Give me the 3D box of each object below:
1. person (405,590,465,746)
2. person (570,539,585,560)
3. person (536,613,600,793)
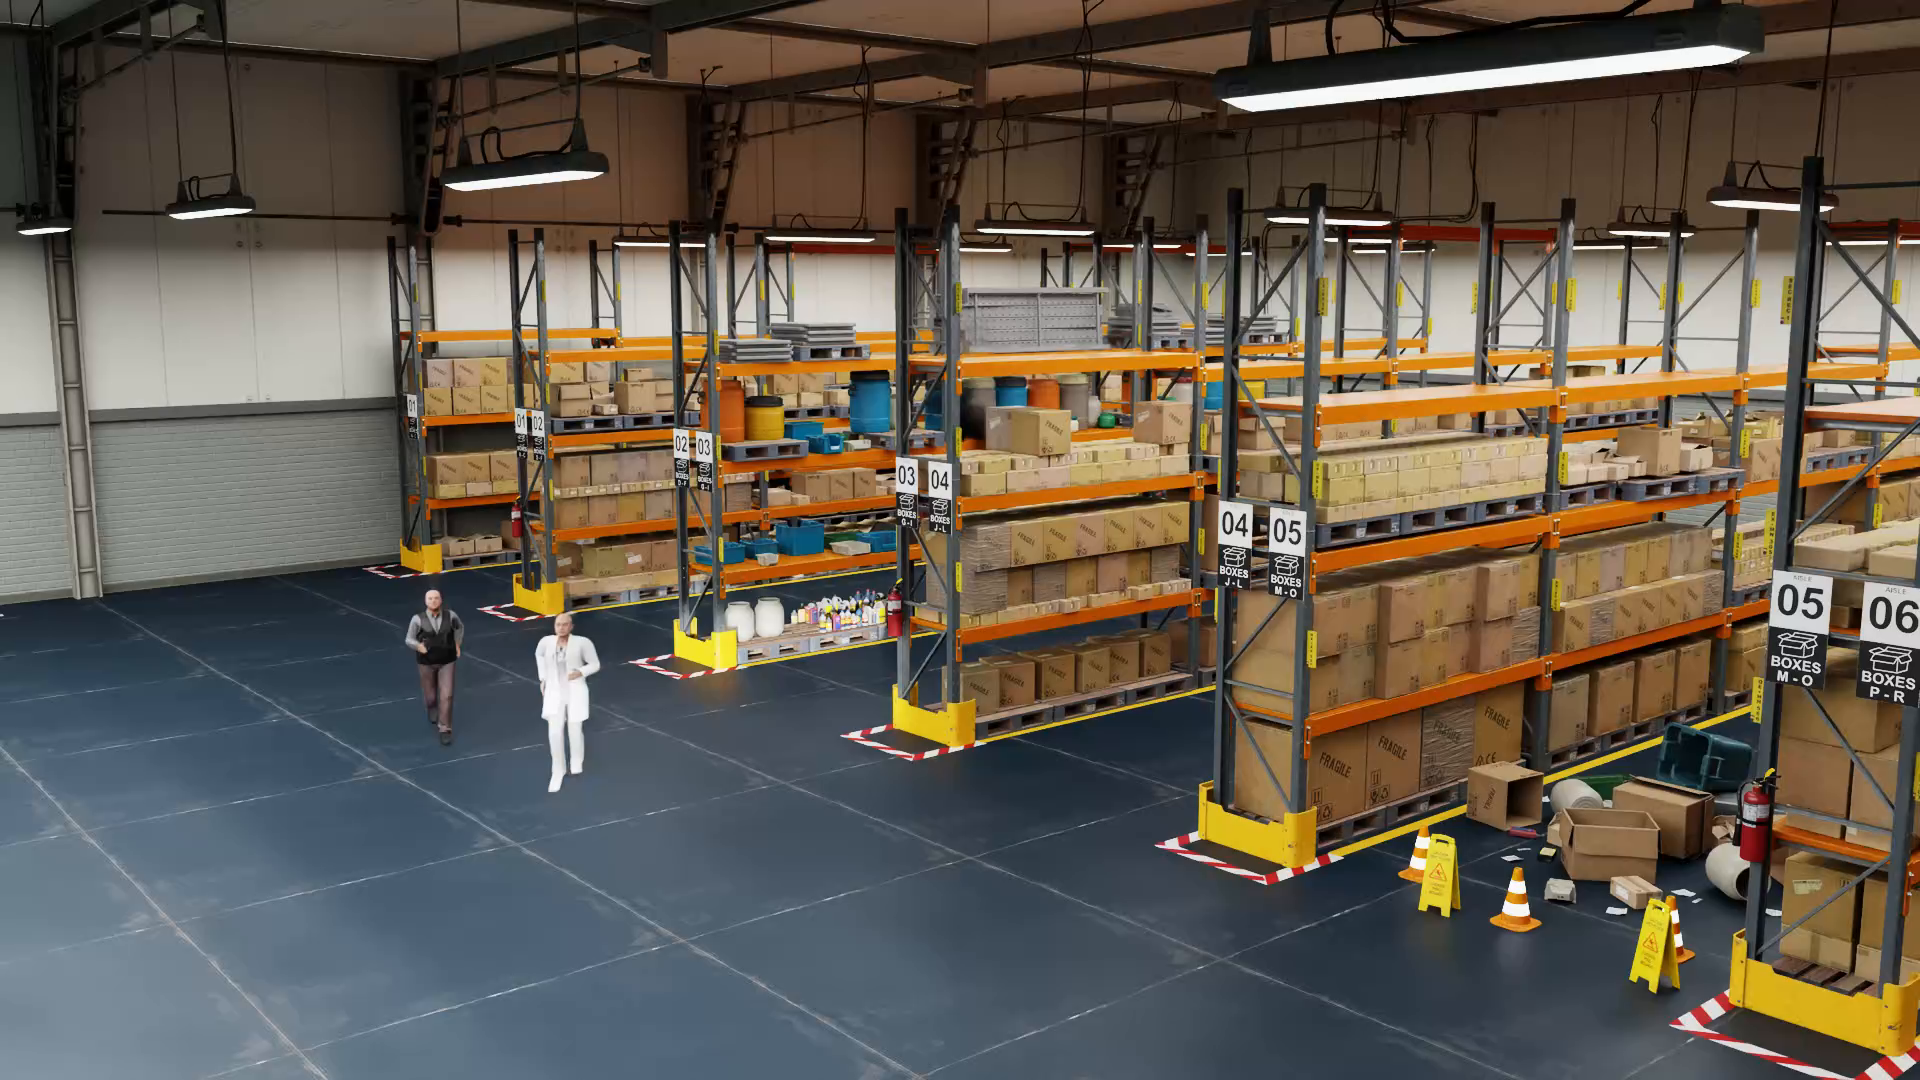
[{"bbox_3d":[-5.959,1.415,18.950,0.661,1.717,0.936,-3,9,-21],"label":"person"},{"bbox_3d":[-6.578,-0.145,28.633,0.652,1.793,0.914,7,11,40],"label":"person"},{"bbox_3d":[-4.064,1.658,17.252,0.685,1.839,0.859,-1,9,-7],"label":"person"}]
